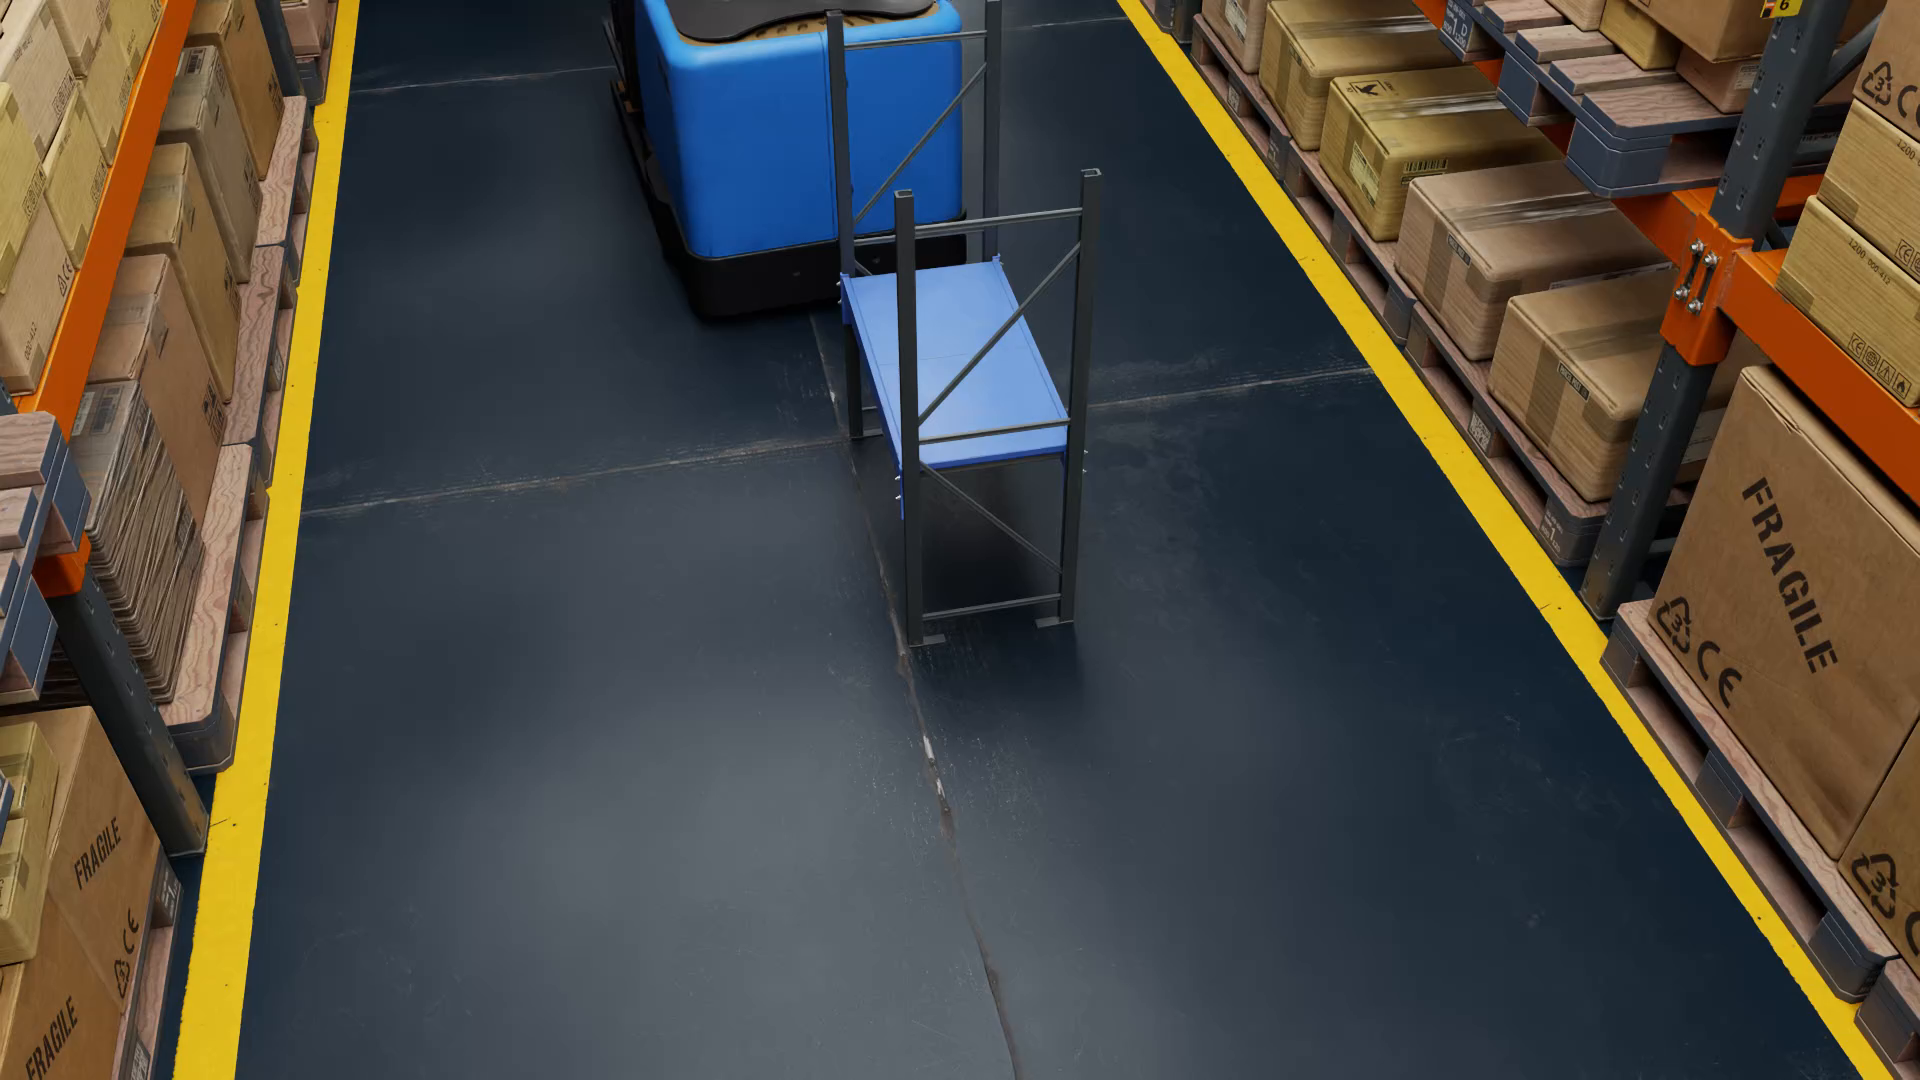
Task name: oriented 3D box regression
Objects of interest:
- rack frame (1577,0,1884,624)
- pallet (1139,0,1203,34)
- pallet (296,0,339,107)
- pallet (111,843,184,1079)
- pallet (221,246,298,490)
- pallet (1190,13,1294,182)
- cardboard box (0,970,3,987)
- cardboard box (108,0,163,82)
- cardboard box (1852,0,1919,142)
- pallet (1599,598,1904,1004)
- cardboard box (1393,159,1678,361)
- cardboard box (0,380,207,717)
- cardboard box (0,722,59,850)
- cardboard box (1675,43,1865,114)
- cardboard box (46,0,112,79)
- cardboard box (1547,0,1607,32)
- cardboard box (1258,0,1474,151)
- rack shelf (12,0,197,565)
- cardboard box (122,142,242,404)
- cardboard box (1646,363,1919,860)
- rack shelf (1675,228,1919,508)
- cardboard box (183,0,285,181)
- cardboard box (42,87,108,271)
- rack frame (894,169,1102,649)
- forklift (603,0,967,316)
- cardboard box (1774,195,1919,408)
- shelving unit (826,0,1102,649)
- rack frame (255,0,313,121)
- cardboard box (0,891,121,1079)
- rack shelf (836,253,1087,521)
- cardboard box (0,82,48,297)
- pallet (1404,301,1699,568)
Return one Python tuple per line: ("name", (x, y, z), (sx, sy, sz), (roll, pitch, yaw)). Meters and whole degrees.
("rack frame", (2.380, -0.985, 4.100), (1.000, 3.000, 0.127), (-8, 42, -9))
("pallet", (1.337, -2.965, 8.431), (1.003, 0.211, 1.213), (-8, 42, -9))
("pallet", (-3.460, -2.342, 7.730), (1.003, 0.211, 1.213), (-8, 42, -9))
("pallet", (-2.342, 1.261, 3.670), (1.003, 0.211, 1.213), (-8, 42, -9))
("pallet", (-2.865, -0.557, 5.718), (1.003, 0.211, 1.213), (-8, 42, -9))
("pallet", (1.686, -2.030, 7.378), (1.003, 0.211, 1.213), (-8, 42, -9))
("cardboard box", (-2.009, 0.898, 3.057), (0.380, 0.149, 0.250), (-10, 43, -11))
("cardboard box", (-2.655, -1.534, 4.831), (0.500, 0.250, 0.500), (-7, 42, -8))
("cardboard box", (2.248, -1.041, 3.335), (0.500, 0.500, 0.500), (-10, 43, -11))
("pallet", (2.477, 0.580, 4.437), (1.003, 0.211, 1.213), (-8, 42, -9))
("cardboard box", (2.101, -1.004, 5.784), (0.950, 0.372, 0.625), (-9, 42, -10))
("cardboard box", (-2.587, 0.054, 4.402), (0.875, 0.625, 0.625), (-7, 42, -8))
("cardboard box", (-2.112, 0.548, 3.451), (0.380, 0.149, 0.250), (-10, 43, -11))
("cardboard box", (2.079, -1.226, 4.245), (0.380, 0.149, 0.250), (-7, 42, -8))
("cardboard box", (-2.525, -1.391, 4.294), (0.500, 0.250, 0.500), (-9, 42, -10))
("cardboard box", (1.853, -1.547, 4.606), (0.380, 0.149, 0.250), (-9, 42, -10))
("cardboard box", (1.791, -1.947, 6.846), (0.950, 0.372, 0.625), (-6, 42, -7))
("rack shelf", (-2.898, -1.298, 4.995), (1.077, 0.370, 4.000), (-8, 42, -9))
("cardboard box", (-2.881, -0.805, 5.370), (0.875, 0.625, 0.625), (-10, 43, -11))
("cardboard box", (2.448, 0.113, 4.148), (0.875, 0.875, 0.875), (-9, 42, -10))
("rack shelf", (2.812, 0.581, 2.878), (1.077, 0.370, 4.000), (-8, 42, -9))
("cardboard box", (-3.206, -1.796, 6.486), (0.875, 0.625, 0.625), (-7, 42, -7))
("cardboard box", (-2.427, -0.864, 4.077), (0.500, 0.250, 0.500), (-9, 42, -10))
("rack frame", (0.091, -0.287, 4.443), (0.500, 1.500, 0.032), (-8, 42, -9))
("forklift", (-0.902, -2.902, 6.311), (1.130, 2.935, 3.031), (-12, 43, -13))
("cardboard box", (2.240, -0.575, 3.751), (0.500, 0.250, 0.500), (-9, 42, -10))
("shelving unit", (-0.018, -0.616, 4.814), (0.538, 1.500, 1.048), (-8, 42, -9))
("rack frame", (-3.329, -2.864, 6.217), (1.000, 3.000, 0.127), (-8, 42, -9))
("cardboard box", (-2.067, 1.076, 3.345), (0.500, 0.500, 0.500), (-9, 42, -10))
("rack shelf", (-0.018, -0.482, 4.934), (0.538, 0.185, 1.000), (-8, 42, -9))
("cardboard box", (-2.299, -0.728, 3.547), (0.500, 0.250, 0.500), (-8, 42, -9))
("pallet", (2.213, -0.448, 5.596), (1.003, 0.211, 1.213), (-8, 42, -9))
